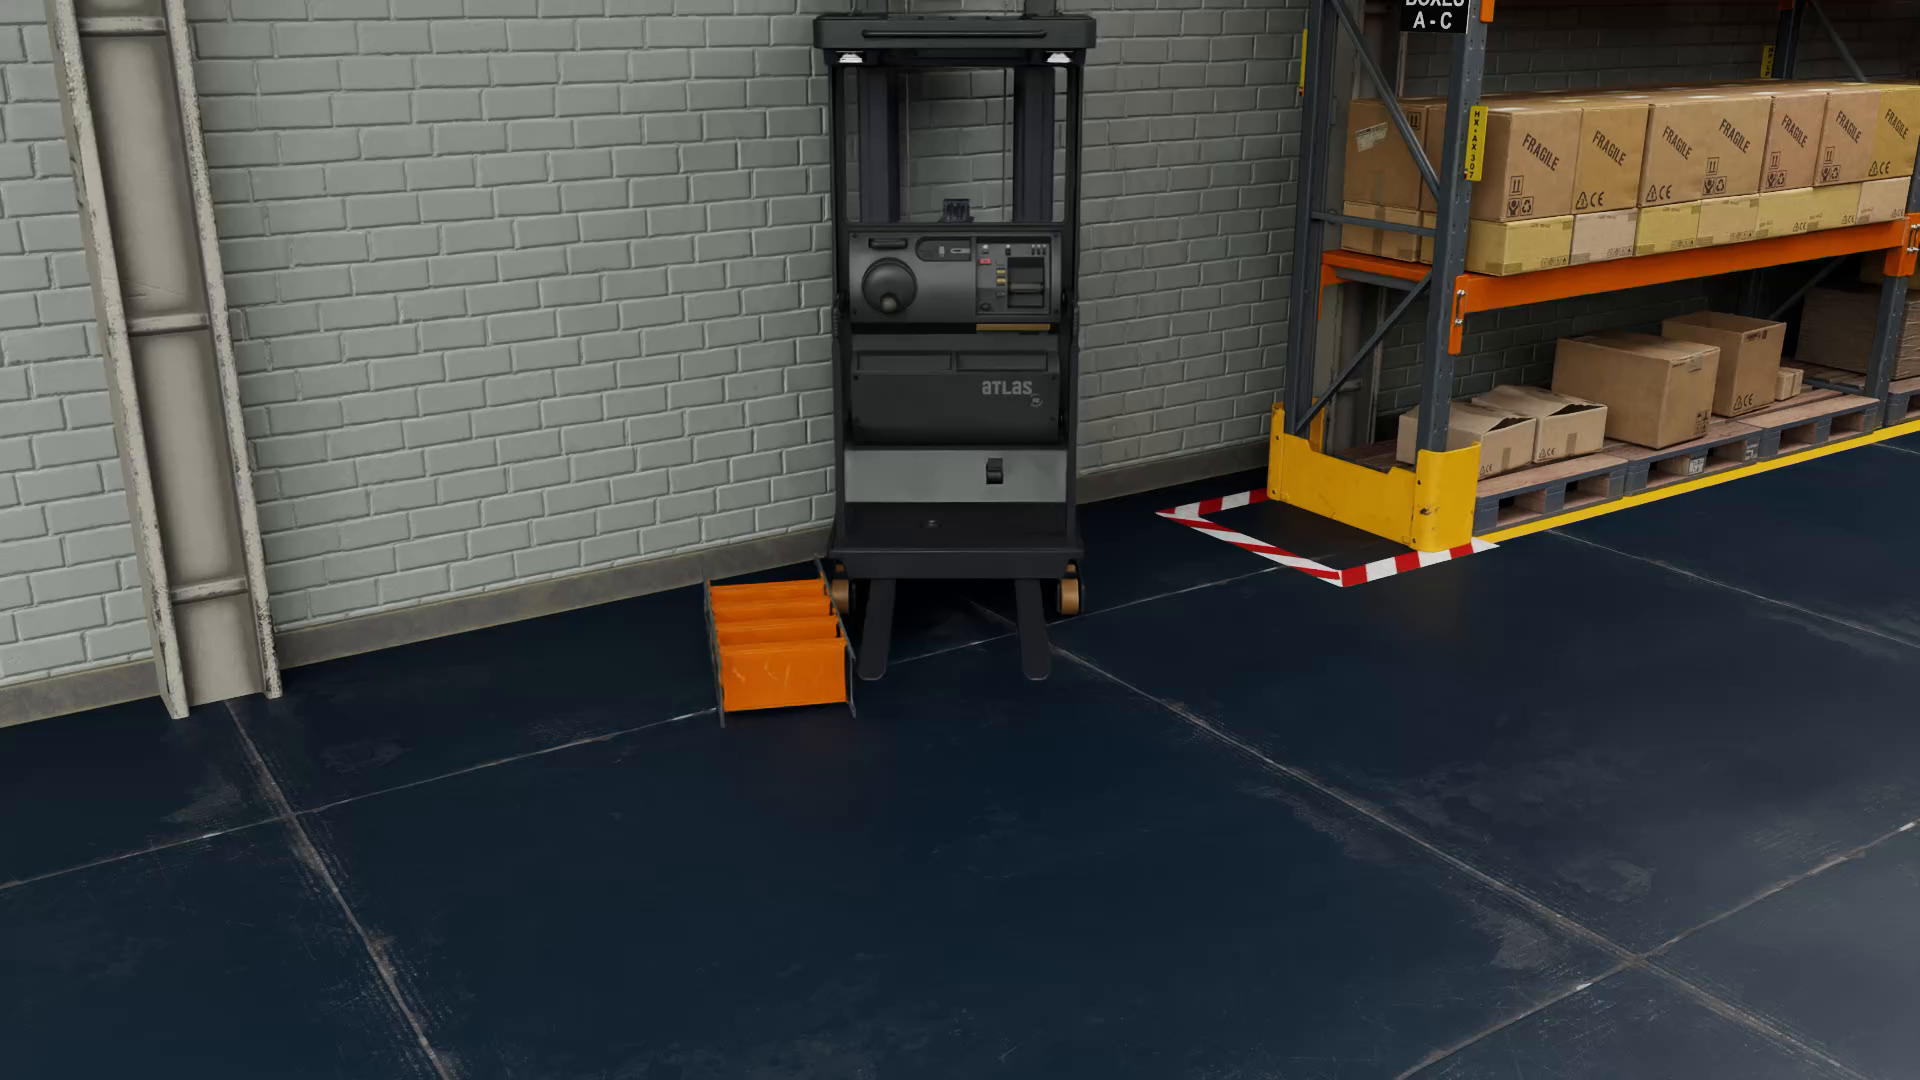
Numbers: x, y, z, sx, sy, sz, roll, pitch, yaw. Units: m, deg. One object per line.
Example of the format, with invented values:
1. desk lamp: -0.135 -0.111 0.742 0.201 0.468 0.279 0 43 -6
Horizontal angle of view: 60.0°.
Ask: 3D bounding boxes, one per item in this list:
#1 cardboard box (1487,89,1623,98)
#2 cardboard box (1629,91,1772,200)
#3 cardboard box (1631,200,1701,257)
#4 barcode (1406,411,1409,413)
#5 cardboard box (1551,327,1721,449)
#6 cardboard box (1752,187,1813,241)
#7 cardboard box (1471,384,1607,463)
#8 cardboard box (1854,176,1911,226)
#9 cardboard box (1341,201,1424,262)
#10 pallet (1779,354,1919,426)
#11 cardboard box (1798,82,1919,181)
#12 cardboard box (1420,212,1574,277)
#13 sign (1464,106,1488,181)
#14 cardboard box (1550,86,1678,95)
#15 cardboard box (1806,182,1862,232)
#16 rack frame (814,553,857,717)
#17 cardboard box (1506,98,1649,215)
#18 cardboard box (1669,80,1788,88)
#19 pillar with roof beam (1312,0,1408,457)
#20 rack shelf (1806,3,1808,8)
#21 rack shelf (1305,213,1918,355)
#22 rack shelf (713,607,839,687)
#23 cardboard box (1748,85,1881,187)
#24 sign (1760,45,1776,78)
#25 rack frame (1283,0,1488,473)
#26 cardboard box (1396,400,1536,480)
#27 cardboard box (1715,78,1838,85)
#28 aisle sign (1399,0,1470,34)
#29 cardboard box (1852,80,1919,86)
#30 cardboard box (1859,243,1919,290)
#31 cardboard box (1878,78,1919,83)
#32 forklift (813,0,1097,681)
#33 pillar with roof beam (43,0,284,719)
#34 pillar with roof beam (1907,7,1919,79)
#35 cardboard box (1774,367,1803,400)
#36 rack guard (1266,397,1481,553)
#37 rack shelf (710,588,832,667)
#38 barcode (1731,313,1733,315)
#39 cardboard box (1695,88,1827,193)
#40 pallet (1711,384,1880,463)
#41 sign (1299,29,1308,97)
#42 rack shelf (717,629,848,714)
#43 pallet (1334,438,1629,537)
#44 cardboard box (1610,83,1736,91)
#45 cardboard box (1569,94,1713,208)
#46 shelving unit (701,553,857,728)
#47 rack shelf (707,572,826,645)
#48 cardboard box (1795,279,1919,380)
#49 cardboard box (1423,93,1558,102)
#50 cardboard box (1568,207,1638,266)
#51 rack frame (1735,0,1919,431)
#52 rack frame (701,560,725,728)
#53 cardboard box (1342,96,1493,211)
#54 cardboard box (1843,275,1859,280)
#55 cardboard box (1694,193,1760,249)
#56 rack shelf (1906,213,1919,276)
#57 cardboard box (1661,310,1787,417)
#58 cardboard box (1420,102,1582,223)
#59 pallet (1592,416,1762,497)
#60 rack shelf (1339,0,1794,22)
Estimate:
1. cardboard box: 3.158 -2.136 8.913 0.500 0.500 0.500 -13 22 -33
2. cardboard box: 3.868 -2.090 8.775 0.500 0.500 0.500 -11 22 -30
3. cardboard box: 3.463 -1.647 8.637 0.500 0.250 0.500 -12 22 -32
4. barcode: 2.448 -0.672 9.045 0.075 0.075 0.001 -12 22 -31
5. cardboard box: 3.770 -0.863 9.330 0.500 0.500 0.700 -14 23 -35
6. cardboard box: 4.305 -1.825 9.162 0.500 0.250 0.500 -12 22 -32
7. cardboard box: 3.129 -0.657 9.017 0.500 0.311 0.500 -10 21 -27
8. cardboard box: 5.138 -2.003 9.689 0.500 0.250 0.500 -12 22 -31
9. cardboard box: 2.310 -1.597 8.489 0.500 0.250 0.500 -12 22 -31
10. pallet: 6.016 -1.046 11.008 1.213 0.211 1.003 -12 22 -31
11. cardboard box: 5.142 -2.357 9.565 0.500 0.500 0.500 -12 22 -32
12. cardboard box: 2.608 -1.464 8.095 0.500 0.250 0.500 -13 22 -33
13. sign: 2.324 -1.790 7.503 0.005 0.325 0.100 -12 22 -31
14. cardboard box: 3.578 -2.225 9.175 0.500 0.500 0.500 -12 22 -31
15. cardboard box: 4.717 -1.918 9.436 0.500 0.250 0.500 -12 22 -31
16. rack frame: -0.510 0.359 6.725 0.015 0.240 1.200 -4 19 -11
17. cardboard box: 3.008 -1.906 8.232 0.500 0.500 0.500 -12 22 -31
18. cardboard box: 4.425 -2.406 9.709 0.500 0.500 0.500 -12 22 -32
19. pillar with roof beam: 4.502 -3.570 4.753 0.400 9.000 9.100 -12 22 -31
20. rack shelf: 7.037 -3.662 10.832 4.000 0.370 1.077 -12 22 -31
21. rack shelf: 3.696 -1.536 9.228 4.000 0.370 1.077 -12 22 -31
22. rack shelf: -0.718 0.423 6.534 0.480 0.258 0.148 -4 19 -11
23. cardboard box: 4.728 -2.267 9.300 0.500 0.500 0.500 -12 22 -32
24. sign: 5.058 -2.925 10.407 0.005 0.325 0.100 -12 22 -31
25. rack frame: 2.026 -1.525 8.071 0.127 3.000 1.000 -12 22 -31
26. cardboard box: 2.653 -0.557 8.720 0.500 0.311 0.500 -15 24 -37
27. cardboard box: 4.859 -2.496 9.976 0.500 0.500 0.500 -13 22 -33
28. aisle sign: 2.131 -2.663 7.380 0.004 0.787 0.394 -12 22 -31
29. cardboard box: 5.810 -2.565 10.307 0.500 0.500 0.700 -12 22 -31
30. cardboard box: 6.338 -1.821 10.994 0.500 0.250 0.500 -12 22 -33
31. cardboard box: 6.281 -2.662 10.592 0.500 0.500 0.700 -9 21 -26
32. forklift: -0.018 -1.156 7.087 1.130 2.935 3.031 0 19 0
33. pillar with roof beam: -0.509 -2.513 1.627 0.400 9.000 9.100 -12 22 -31
34. pillar with roof beam: 9.513 -4.627 7.879 0.400 9.000 9.100 -12 22 -31
35. cardboard box: 4.936 -0.993 10.236 0.250 0.166 0.380 -16 24 -38
36. rack guard: 2.089 -0.354 8.511 0.348 0.500 1.175 -12 22 -31
37. rack shelf: -0.762 0.353 6.742 0.480 0.258 0.148 -4 19 -11
38. barcode: 4.784 -1.374 10.342 0.075 0.075 0.001 -12 22 -31
39. cardboard box: 4.302 -2.182 9.046 0.500 0.500 0.500 -13 22 -33
40. pallet: 4.825 -0.780 10.224 1.213 0.211 1.003 -12 22 -31
41. sign: 1.737 -2.375 8.284 0.005 0.325 0.100 -12 22 -31
42. rack shelf: -0.672 0.497 6.314 0.480 0.258 0.148 -4 19 -11
43. pallet: 2.787 -0.351 8.952 1.213 0.211 1.003 -12 22 -31
44. cardboard box: 4.006 -2.319 9.454 0.500 0.500 0.500 -11 22 -30
45. cardboard box: 3.443 -1.996 8.496 0.500 0.500 0.500 -13 22 -33
46. shelving unit: -0.749 0.374 6.679 0.503 0.258 1.200 -4 19 -11
47. rack shelf: -0.801 0.290 6.926 0.480 0.258 0.148 -4 19 -11
48. cardboard box: 5.972 -1.388 10.881 0.500 0.500 0.700 -11 22 -30
49. cardboard box: 2.728 -2.044 8.640 0.500 0.500 0.500 -12 22 -31
50. cardboard box: 3.034 -1.559 8.377 0.500 0.250 0.500 -13 22 -33
51. rack frame: 5.367 -2.229 10.155 0.127 3.000 1.000 -12 22 -31
52. rack frame: -0.988 0.389 6.634 0.015 0.240 1.200 -4 19 -11
53. cardboard box: 2.303 -1.958 8.385 0.500 0.500 0.500 -12 22 -32
54. cardboard box: 6.376 -1.492 11.190 0.500 0.500 0.700 -12 22 -32
55. cardboard box: 3.886 -1.736 8.899 0.500 0.250 0.500 -12 22 -31
56. rack shelf: 7.037 -2.241 11.312 4.000 0.370 1.077 -12 22 -31
57. cardboard box: 4.522 -1.060 9.912 0.500 0.500 0.500 -14 23 -35
58. cardboard box: 2.590 -1.822 7.983 0.500 0.500 0.500 -12 22 -31
59. pallet: 3.805 -0.564 9.584 1.213 0.211 1.003 -12 22 -31
60. rack shelf: 3.696 -2.957 8.748 4.000 0.370 1.077 -12 22 -31
